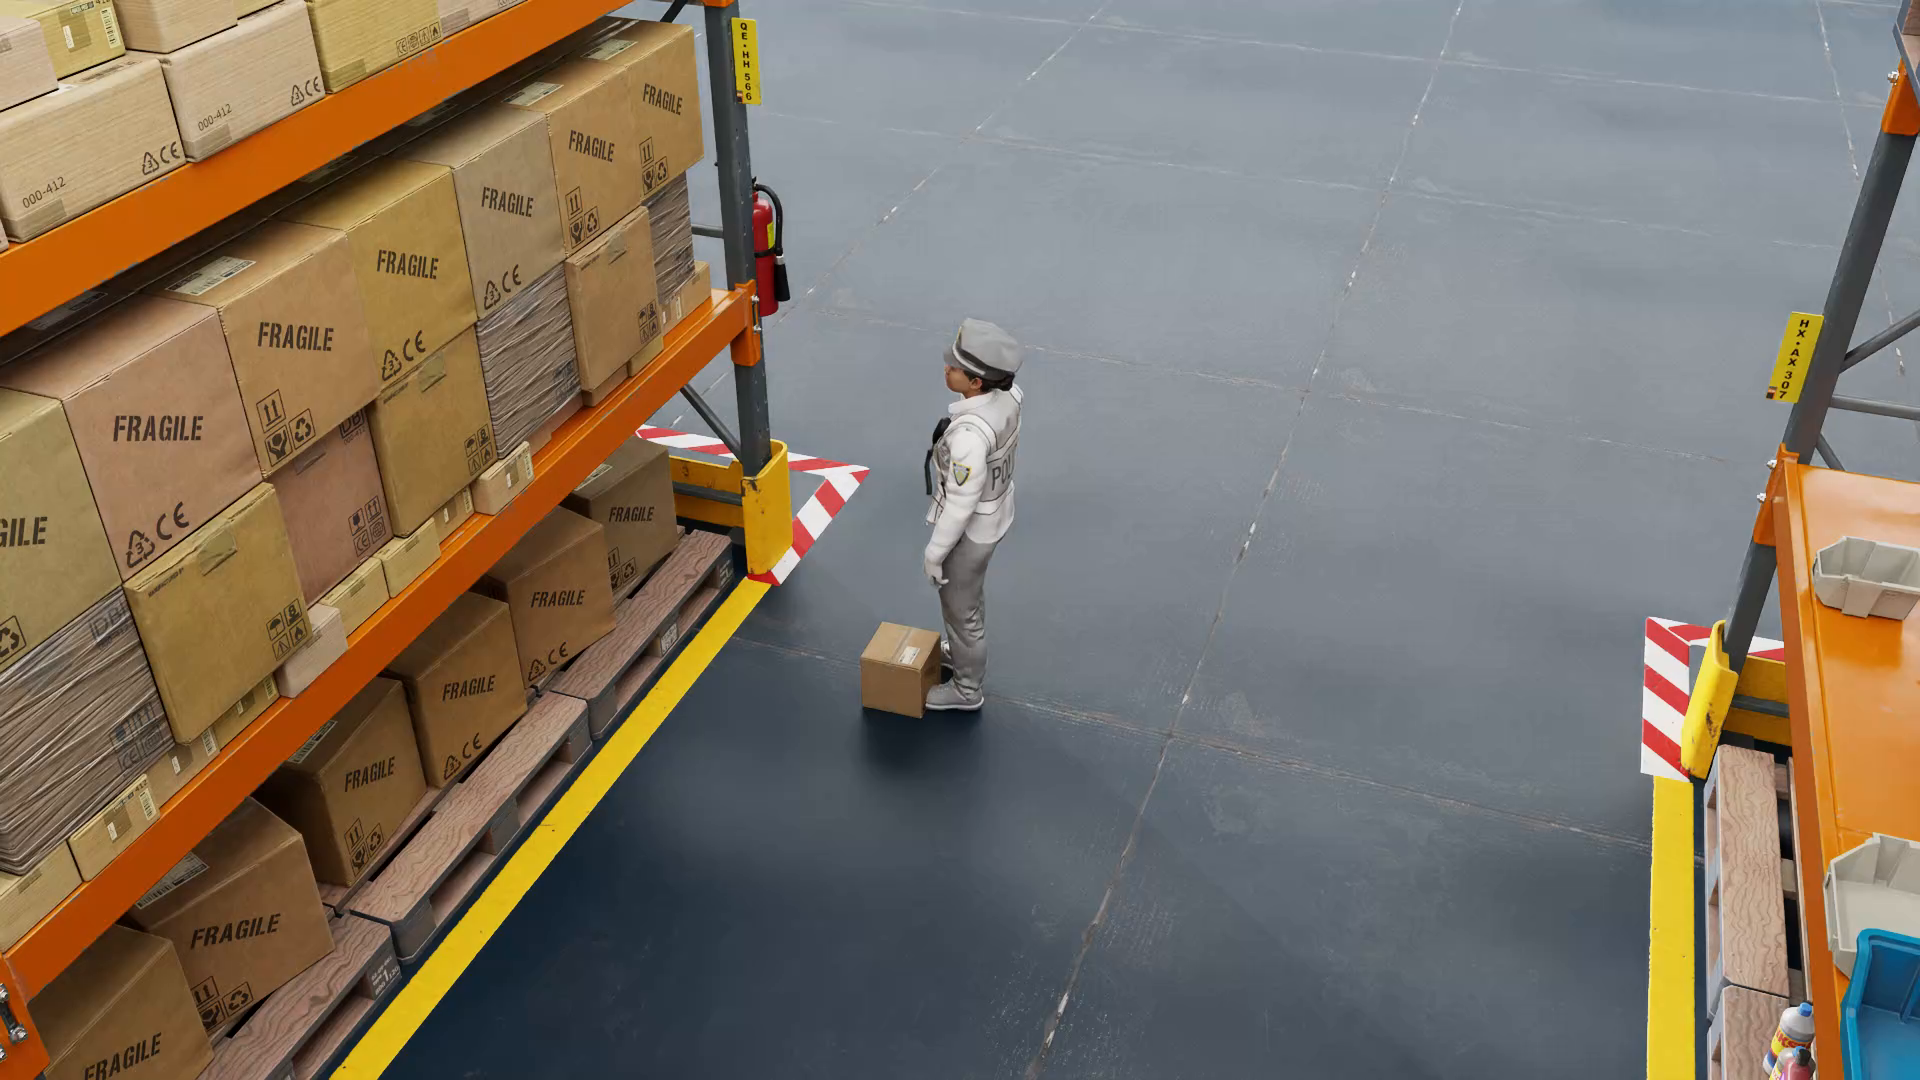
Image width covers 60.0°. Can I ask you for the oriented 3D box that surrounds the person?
[{"bbox_3d":[-0.029,-0.067,6.196,0.533,1.697,0.588,11,35,16],"label":"person"}]
